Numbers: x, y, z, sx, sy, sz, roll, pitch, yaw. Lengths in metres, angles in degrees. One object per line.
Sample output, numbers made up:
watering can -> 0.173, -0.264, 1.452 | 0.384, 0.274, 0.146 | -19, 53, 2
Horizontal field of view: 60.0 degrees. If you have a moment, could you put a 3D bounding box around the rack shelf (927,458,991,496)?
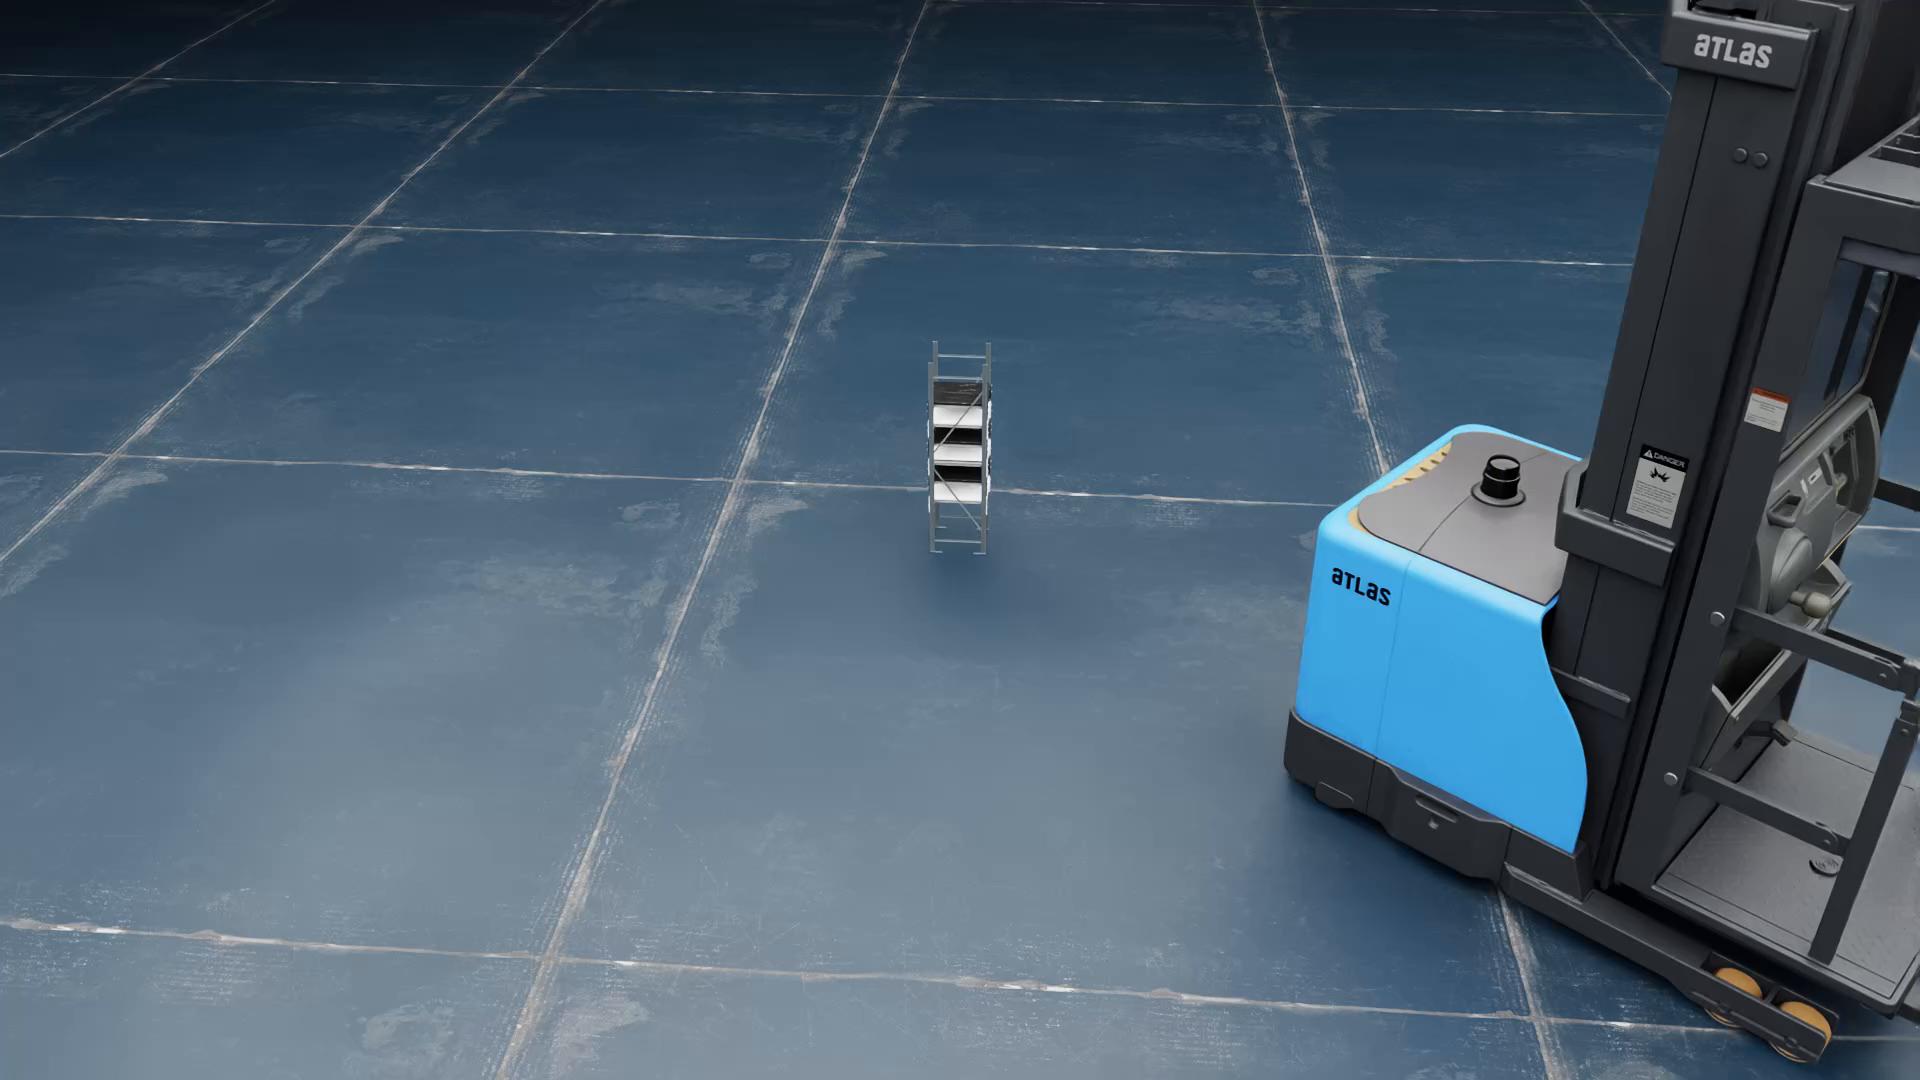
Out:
rack shelf -> -0.001, -0.274, 7.072 | 0.258, 0.077, 0.200 | 2, 32, 4

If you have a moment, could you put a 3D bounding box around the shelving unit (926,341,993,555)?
shelving unit -> -0.001, -0.379, 7.007 | 0.258, 0.900, 0.210 | 2, 32, 4

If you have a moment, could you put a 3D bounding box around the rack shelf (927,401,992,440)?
rack shelf -> -0.001, -0.504, 6.930 | 0.258, 0.077, 0.200 | 2, 32, 4

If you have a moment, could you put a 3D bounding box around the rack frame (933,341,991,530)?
rack frame -> 0.008, -0.432, 7.093 | 0.240, 0.900, 0.006 | 2, 32, 4

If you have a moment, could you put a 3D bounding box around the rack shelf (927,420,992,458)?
rack shelf -> -0.001, -0.427, 6.977 | 0.258, 0.077, 0.200 | 2, 32, 4

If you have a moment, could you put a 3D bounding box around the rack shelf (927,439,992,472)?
rack shelf -> -0.001, -0.350, 7.025 | 0.258, 0.077, 0.200 | 2, 32, 4

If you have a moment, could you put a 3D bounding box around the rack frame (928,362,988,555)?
rack frame -> -0.009, -0.326, 6.921 | 0.240, 0.900, 0.006 | 2, 32, 4

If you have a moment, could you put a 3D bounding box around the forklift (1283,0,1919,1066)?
forklift -> 2.556, -0.054, 4.544 | 3.031, 2.935, 1.130 | 26, 40, 36

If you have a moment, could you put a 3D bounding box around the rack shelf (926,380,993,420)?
rack shelf -> -0.001, -0.580, 6.883 | 0.258, 0.077, 0.200 | 2, 32, 4

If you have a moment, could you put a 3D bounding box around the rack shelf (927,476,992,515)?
rack shelf -> -0.001, -0.197, 7.119 | 0.258, 0.077, 0.200 | 2, 32, 4
